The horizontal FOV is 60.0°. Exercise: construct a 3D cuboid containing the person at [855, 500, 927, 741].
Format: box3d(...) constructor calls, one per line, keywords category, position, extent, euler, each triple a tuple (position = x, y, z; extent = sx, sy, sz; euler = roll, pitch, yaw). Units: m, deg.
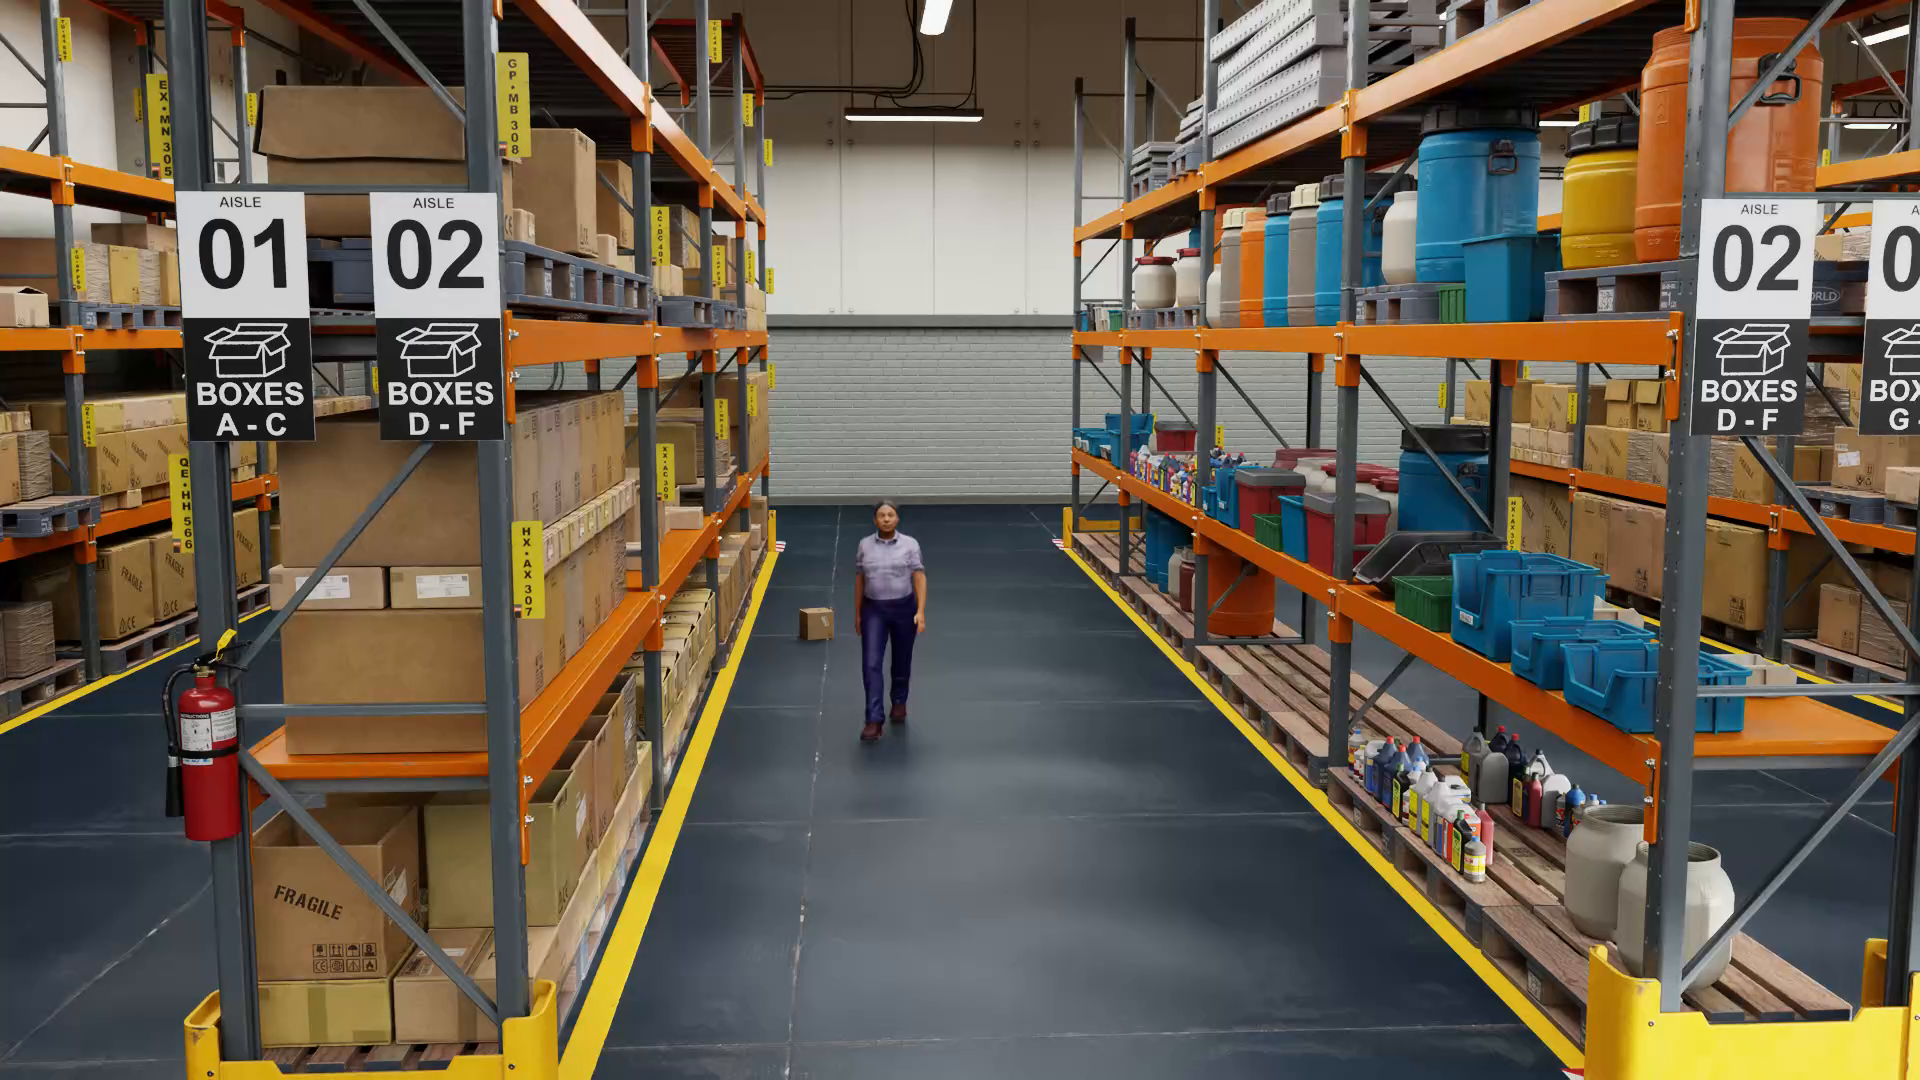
box3d(category="person", position=(-0.483, 0.518, 11.514), extent=(0.505, 1.586, 0.985), euler=(0, 7, -1))
